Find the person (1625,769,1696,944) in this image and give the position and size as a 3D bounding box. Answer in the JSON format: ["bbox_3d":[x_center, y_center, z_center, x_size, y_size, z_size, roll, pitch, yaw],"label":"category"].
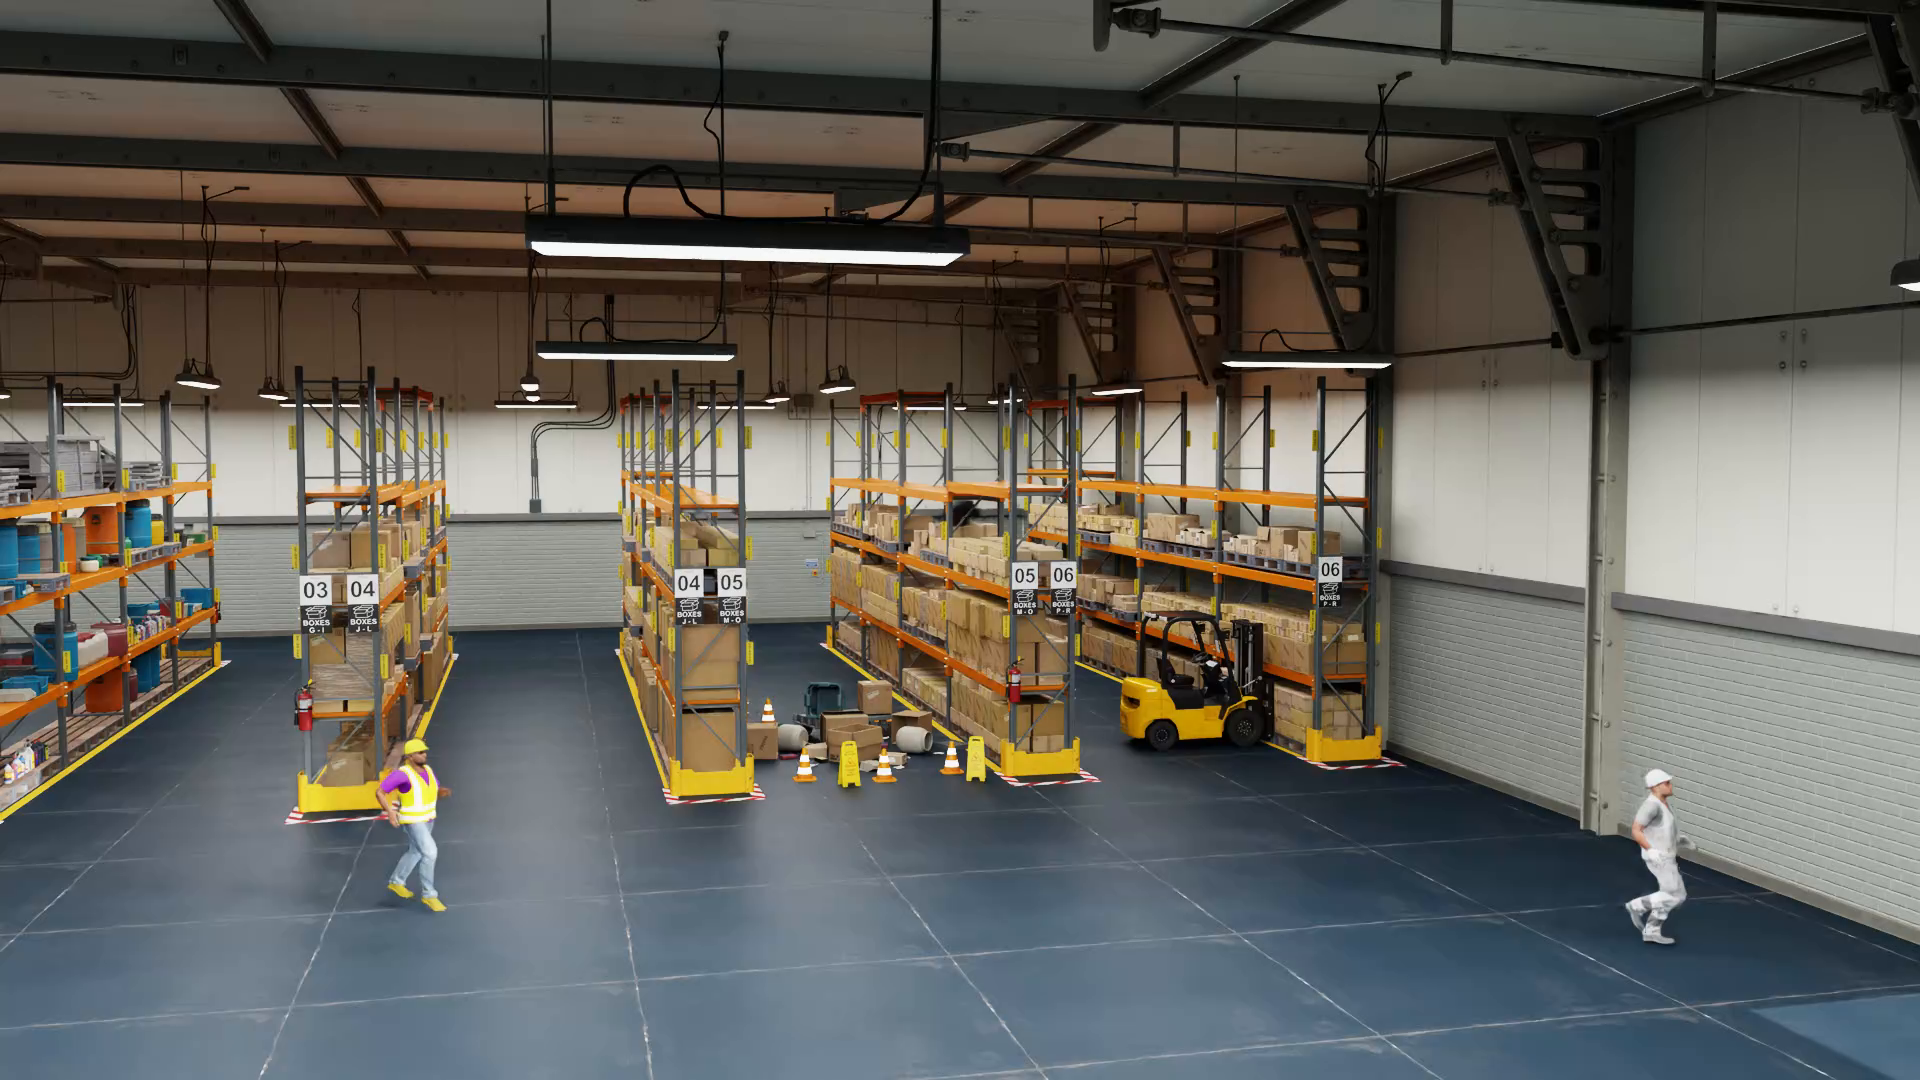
[{"bbox_3d":[6.967,3.146,16.513,0.578,1.735,0.657,2,4,35],"label":"person"}]

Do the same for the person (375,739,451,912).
[{"bbox_3d":[-5.836,3.046,17.848,0.807,1.823,0.677,1,4,15],"label":"person"}]
